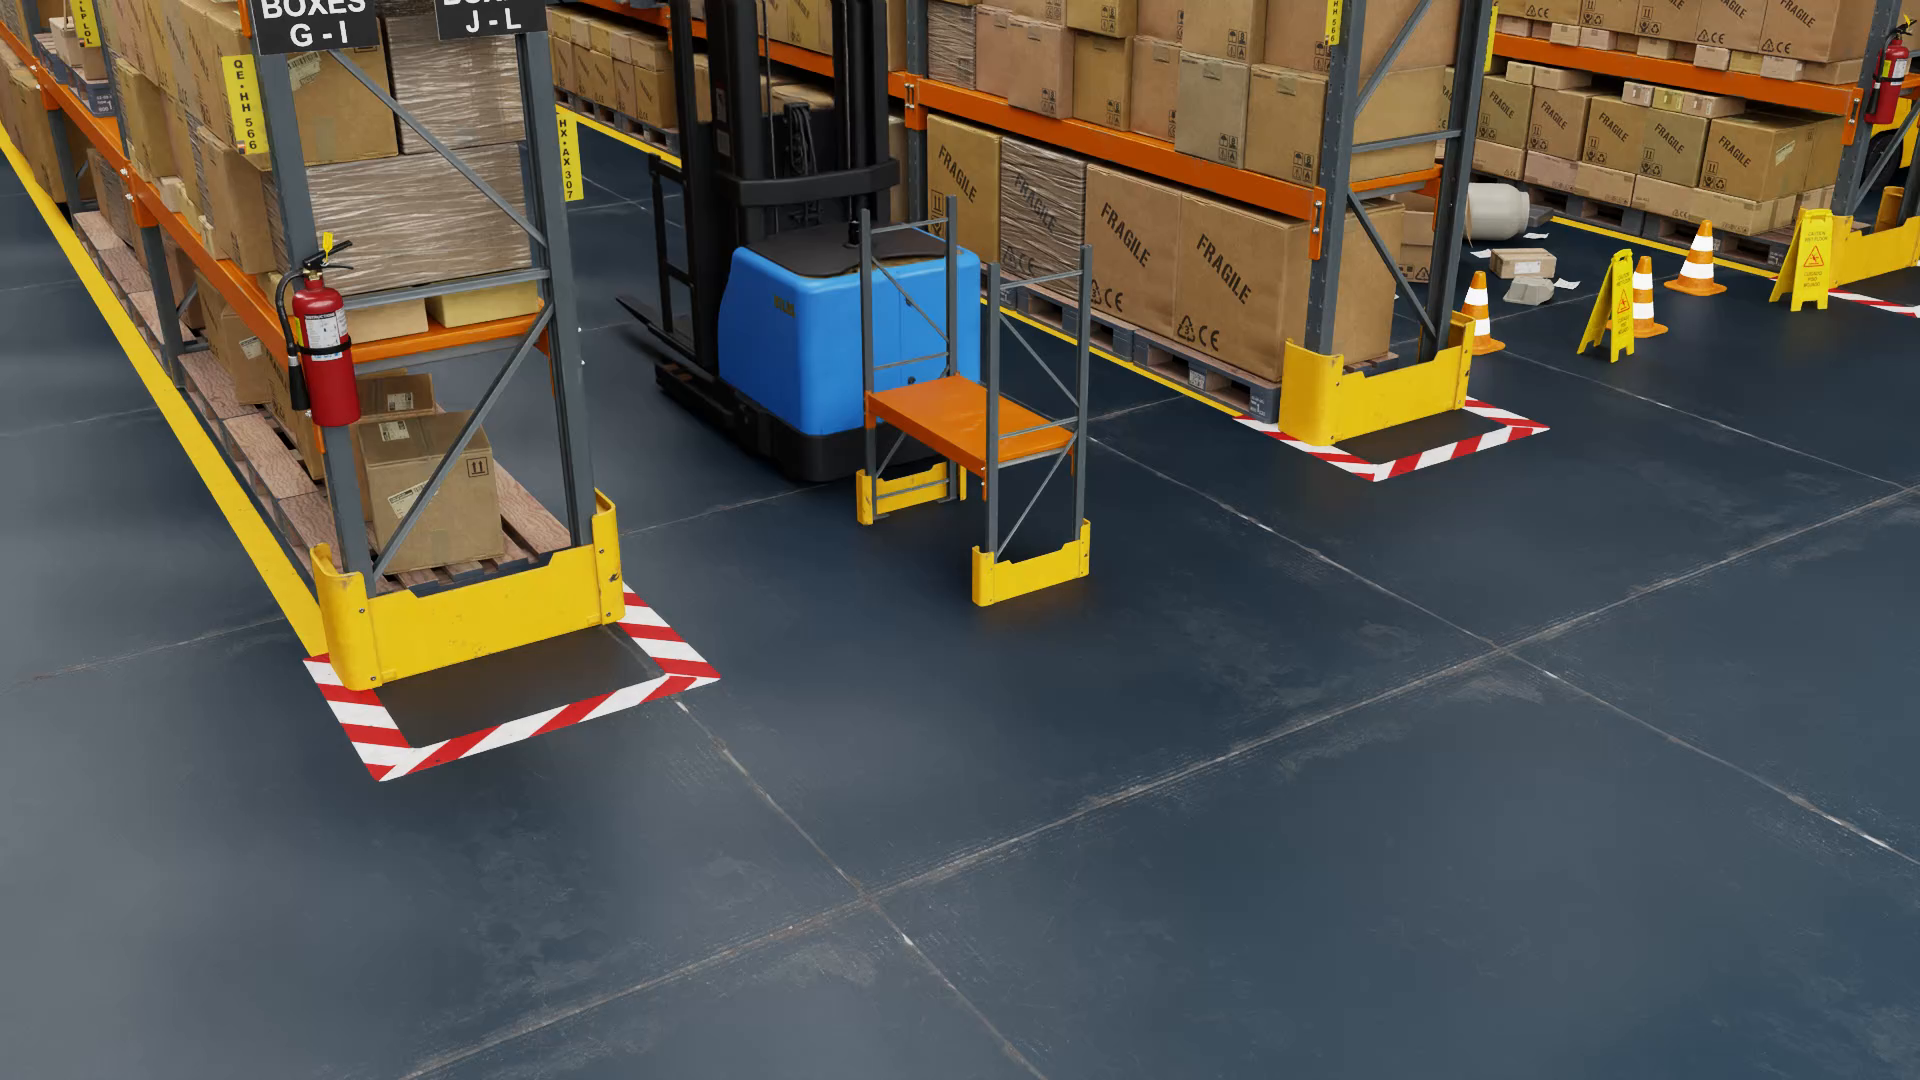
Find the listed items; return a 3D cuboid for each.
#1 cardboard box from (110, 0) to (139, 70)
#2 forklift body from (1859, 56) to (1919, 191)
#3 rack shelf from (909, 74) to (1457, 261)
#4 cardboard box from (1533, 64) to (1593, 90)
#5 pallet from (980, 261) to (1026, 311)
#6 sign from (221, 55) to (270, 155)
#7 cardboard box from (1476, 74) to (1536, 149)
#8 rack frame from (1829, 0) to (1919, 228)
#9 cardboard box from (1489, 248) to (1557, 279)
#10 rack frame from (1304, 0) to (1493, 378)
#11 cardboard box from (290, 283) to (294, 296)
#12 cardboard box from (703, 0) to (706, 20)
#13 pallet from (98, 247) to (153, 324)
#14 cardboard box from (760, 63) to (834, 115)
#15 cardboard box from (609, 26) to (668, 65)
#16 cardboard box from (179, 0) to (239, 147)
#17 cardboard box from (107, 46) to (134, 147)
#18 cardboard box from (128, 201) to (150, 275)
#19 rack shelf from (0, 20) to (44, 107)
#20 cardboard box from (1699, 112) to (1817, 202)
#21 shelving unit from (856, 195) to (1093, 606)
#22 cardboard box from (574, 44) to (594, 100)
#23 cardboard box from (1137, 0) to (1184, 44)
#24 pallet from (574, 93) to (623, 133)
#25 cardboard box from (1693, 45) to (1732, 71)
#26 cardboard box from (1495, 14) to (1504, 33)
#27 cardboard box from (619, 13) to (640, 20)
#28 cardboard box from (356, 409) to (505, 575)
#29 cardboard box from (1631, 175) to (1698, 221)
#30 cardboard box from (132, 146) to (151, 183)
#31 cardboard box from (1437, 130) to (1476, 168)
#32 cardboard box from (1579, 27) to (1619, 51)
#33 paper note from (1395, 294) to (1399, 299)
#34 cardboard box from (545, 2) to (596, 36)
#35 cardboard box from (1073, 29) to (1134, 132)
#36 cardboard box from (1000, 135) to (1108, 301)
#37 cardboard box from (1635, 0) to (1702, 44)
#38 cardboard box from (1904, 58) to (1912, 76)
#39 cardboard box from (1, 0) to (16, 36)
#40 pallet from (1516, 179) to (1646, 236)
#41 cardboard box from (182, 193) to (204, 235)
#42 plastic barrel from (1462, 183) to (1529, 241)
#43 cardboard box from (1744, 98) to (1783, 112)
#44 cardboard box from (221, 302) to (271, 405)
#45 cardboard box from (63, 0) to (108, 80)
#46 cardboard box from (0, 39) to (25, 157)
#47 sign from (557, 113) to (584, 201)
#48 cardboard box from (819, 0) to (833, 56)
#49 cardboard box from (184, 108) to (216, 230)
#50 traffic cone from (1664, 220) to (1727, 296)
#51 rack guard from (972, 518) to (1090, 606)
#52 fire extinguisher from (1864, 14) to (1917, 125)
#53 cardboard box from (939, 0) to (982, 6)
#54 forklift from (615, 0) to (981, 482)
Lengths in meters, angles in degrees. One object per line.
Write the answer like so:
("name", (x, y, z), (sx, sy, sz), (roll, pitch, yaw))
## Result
("cardboard box", (-3.817, -2.590, 8.087), (0.500, 0.500, 0.500), (-16, 29, -30))
("forklift body", (7.956, -4.263, 14.262), (2.313, 2.155, 1.214), (-16, 29, -30))
("rack shelf", (1.179, -2.436, 10.240), (1.077, 0.370, 4.000), (-16, 29, -30))
("cardboard box", (4.724, -3.634, 13.025), (0.380, 0.149, 0.250), (-14, 29, -27))
("pallet", (0.436, -1.926, 11.582), (1.003, 0.211, 1.213), (-16, 29, -30))
("sign", (-2.416, -1.471, 5.625), (0.100, 0.325, 0.005), (-16, 29, -30))
("cardboard box", (4.577, -3.490, 13.479), (0.500, 0.500, 0.500), (-14, 29, -28))
("rack frame", (6.363, -3.236, 11.091), (1.000, 3.000, 0.127), (-16, 29, -30))
("cardboard box", (3.955, -1.945, 11.695), (0.380, 0.149, 0.250), (-1, 25, -3))
("rack frame", (2.270, -2.046, 8.571), (1.000, 3.000, 0.127), (-16, 29, -30))
("cardboard box", (-2.405, -0.956, 6.556), (0.380, 0.149, 0.250), (-16, 29, -30))
("cardboard box", (-1.798, -4.548, 13.754), (0.500, 0.500, 0.500), (-16, 30, -30))
("pallet", (-5.220, -1.811, 11.339), (1.003, 0.211, 1.213), (-16, 29, -30))
("cardboard box", (-1.360, -3.530, 13.856), (1.050, 0.750, 0.750), (-15, 29, -29))
("cardboard box", (-2.975, -4.668, 15.682), (0.500, 0.250, 0.500), (-15, 29, -29))
("cardboard box", (-2.726, -1.875, 6.571), (0.500, 0.500, 0.500), (-16, 29, -30))
("cardboard box", (-3.930, -2.362, 8.773), (0.875, 0.500, 0.500), (-16, 29, -30))
("cardboard box", (-4.992, -2.025, 10.940), (0.700, 0.500, 0.500), (-18, 31, -34))
("rack shelf", (-7.400, -4.178, 13.929), (1.077, 0.370, 4.000), (-16, 29, -30))
("cardboard box", (5.707, -2.747, 11.907), (0.500, 0.500, 0.500), (-15, 29, -29))
("shelving unit", (0.042, -0.651, 7.372), (0.587, 1.500, 1.083), (-16, 29, -30))
("cardboard box", (-3.512, -4.699, 16.626), (0.500, 0.500, 0.500), (-15, 29, -29))
("cardboard box", (1.531, -3.151, 9.471), (0.875, 0.550, 0.550), (-16, 29, -30))
("pallet", (-3.184, -4.362, 16.744), (1.003, 0.211, 1.213), (-16, 29, -30))
("cardboard box", (5.460, -3.453, 11.845), (0.380, 0.149, 0.250), (-15, 29, -29))
("cardboard box", (4.434, -4.199, 13.426), (0.380, 0.149, 0.250), (-16, 29, -30))
("cardboard box", (-3.092, -5.157, 16.718), (0.500, 0.250, 0.500), (-17, 30, -32))
("cardboard box", (-2.267, -0.213, 7.124), (0.500, 0.500, 0.500), (-10, 27, -20))
("cardboard box", (5.420, -2.596, 12.464), (0.500, 0.250, 0.500), (-15, 29, -29))
("cardboard box", (-4.133, -2.004, 8.776), (0.380, 0.149, 0.250), (-16, 29, -30))
("cardboard box", (4.275, -3.339, 14.039), (0.500, 0.250, 0.500), (-17, 30, -32))
("cardboard box", (4.934, -3.822, 12.627), (0.380, 0.149, 0.250), (-16, 29, -30))
("paper note", (2.860, -1.644, 11.200), (0.144, 0.017, 0.142), (-6, 26, -12))
("cardboard box", (-4.098, -5.411, 17.257), (0.500, 0.250, 0.500), (-17, 30, -32))
("cardboard box", (1.187, -2.837, 10.071), (0.875, 0.550, 0.500), (-16, 29, -30))
("cardboard box", (0.867, -2.143, 10.773), (0.875, 0.875, 0.875), (-15, 29, -29))
("cardboard box", (5.296, -3.906, 12.044), (0.500, 0.500, 0.500), (-16, 29, -30))
("cardboard box", (6.351, -3.292, 11.504), (0.380, 0.149, 0.250), (-15, 29, -29))
("cardboard box", (-7.338, -4.317, 13.263), (0.500, 0.500, 0.500), (-17, 30, -31))
("pallet", (5.245, -2.737, 13.300), (1.003, 0.211, 1.213), (-16, 29, -30))
("cardboard box", (-3.429, -1.563, 7.842), (0.380, 0.149, 0.250), (-16, 29, -30))
("plastic barrel", (3.967, -2.457, 12.459), (0.512, 0.421, 0.421), (3, 25, 6))
("cardboard box", (5.851, -3.069, 12.588), (0.500, 0.500, 0.500), (-17, 30, -31))
("cardboard box", (-3.620, -1.061, 8.921), (0.500, 0.500, 0.500), (-6, 26, -13))
("cardboard box", (-5.148, -3.192, 10.386), (0.797, 0.503, 0.637), (-12, 28, -24))
("cardboard box", (-7.637, -3.904, 14.503), (1.225, 0.875, 0.875), (-17, 30, -31))
("sign", (-1.486, -1.445, 6.282), (0.100, 0.325, 0.005), (-16, 29, -30))
("cardboard box", (-0.698, -3.827, 12.226), (0.500, 0.500, 0.500), (-16, 30, -30))
("cardboard box", (-2.828, -1.649, 7.264), (0.875, 0.500, 0.500), (-16, 29, -30))
("traffic cone", (5.047, -1.942, 11.322), (0.336, 0.463, 0.334), (-16, 29, -30))
("rack guard", (0.313, 0.092, 7.262), (0.587, 0.250, 0.087), (-16, 29, -30))
("fire extinguisher", (6.039, -3.053, 10.793), (0.296, 0.674, 0.183), (-16, 29, -30))
("cardboard box", (0.259, -3.893, 11.043), (0.875, 0.550, 0.550), (-16, 29, -30))
("forklift", (-1.089, -2.195, 8.966), (1.130, 2.935, 3.031), (-15, 29, -29))
